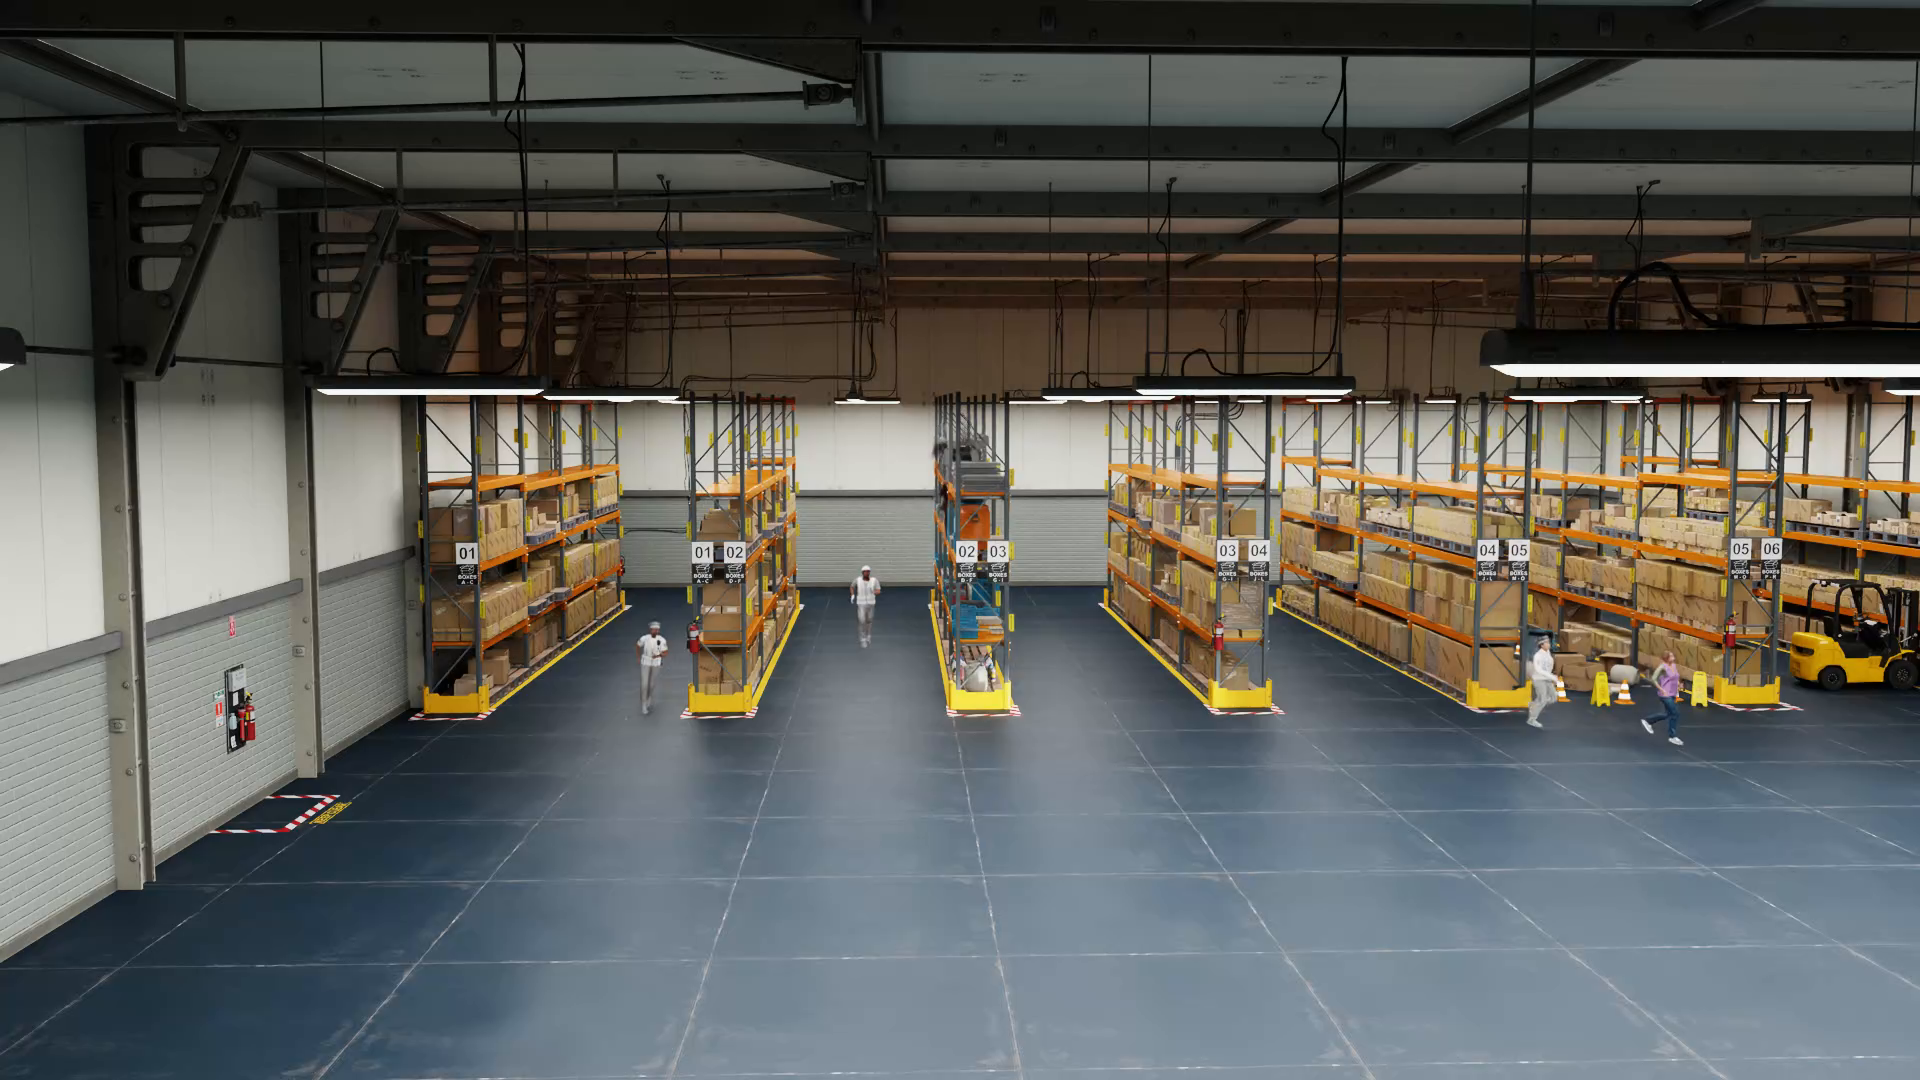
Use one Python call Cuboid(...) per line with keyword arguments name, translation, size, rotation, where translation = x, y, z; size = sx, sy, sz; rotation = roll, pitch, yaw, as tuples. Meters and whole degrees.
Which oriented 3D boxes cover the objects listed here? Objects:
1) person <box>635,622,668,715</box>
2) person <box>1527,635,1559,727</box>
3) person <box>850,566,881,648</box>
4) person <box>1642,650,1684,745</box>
Cuboid(name="person", translation=(-5.810, 2.390, 31.385), size=(0.592, 1.723, 0.863), rotation=(-1, 5, -15))
Cuboid(name="person", translation=(10.480, 2.519, 29.824), size=(0.605, 1.662, 0.650), rotation=(4, 6, 43))
Cuboid(name="person", translation=(-2.131, 1.495, 37.778), size=(0.671, 1.834, 0.836), rotation=(-1, 5, -10))
Cuboid(name="person", translation=(12.041, 2.666, 28.429), size=(0.532, 1.594, 0.735), rotation=(-4, 6, -40))
